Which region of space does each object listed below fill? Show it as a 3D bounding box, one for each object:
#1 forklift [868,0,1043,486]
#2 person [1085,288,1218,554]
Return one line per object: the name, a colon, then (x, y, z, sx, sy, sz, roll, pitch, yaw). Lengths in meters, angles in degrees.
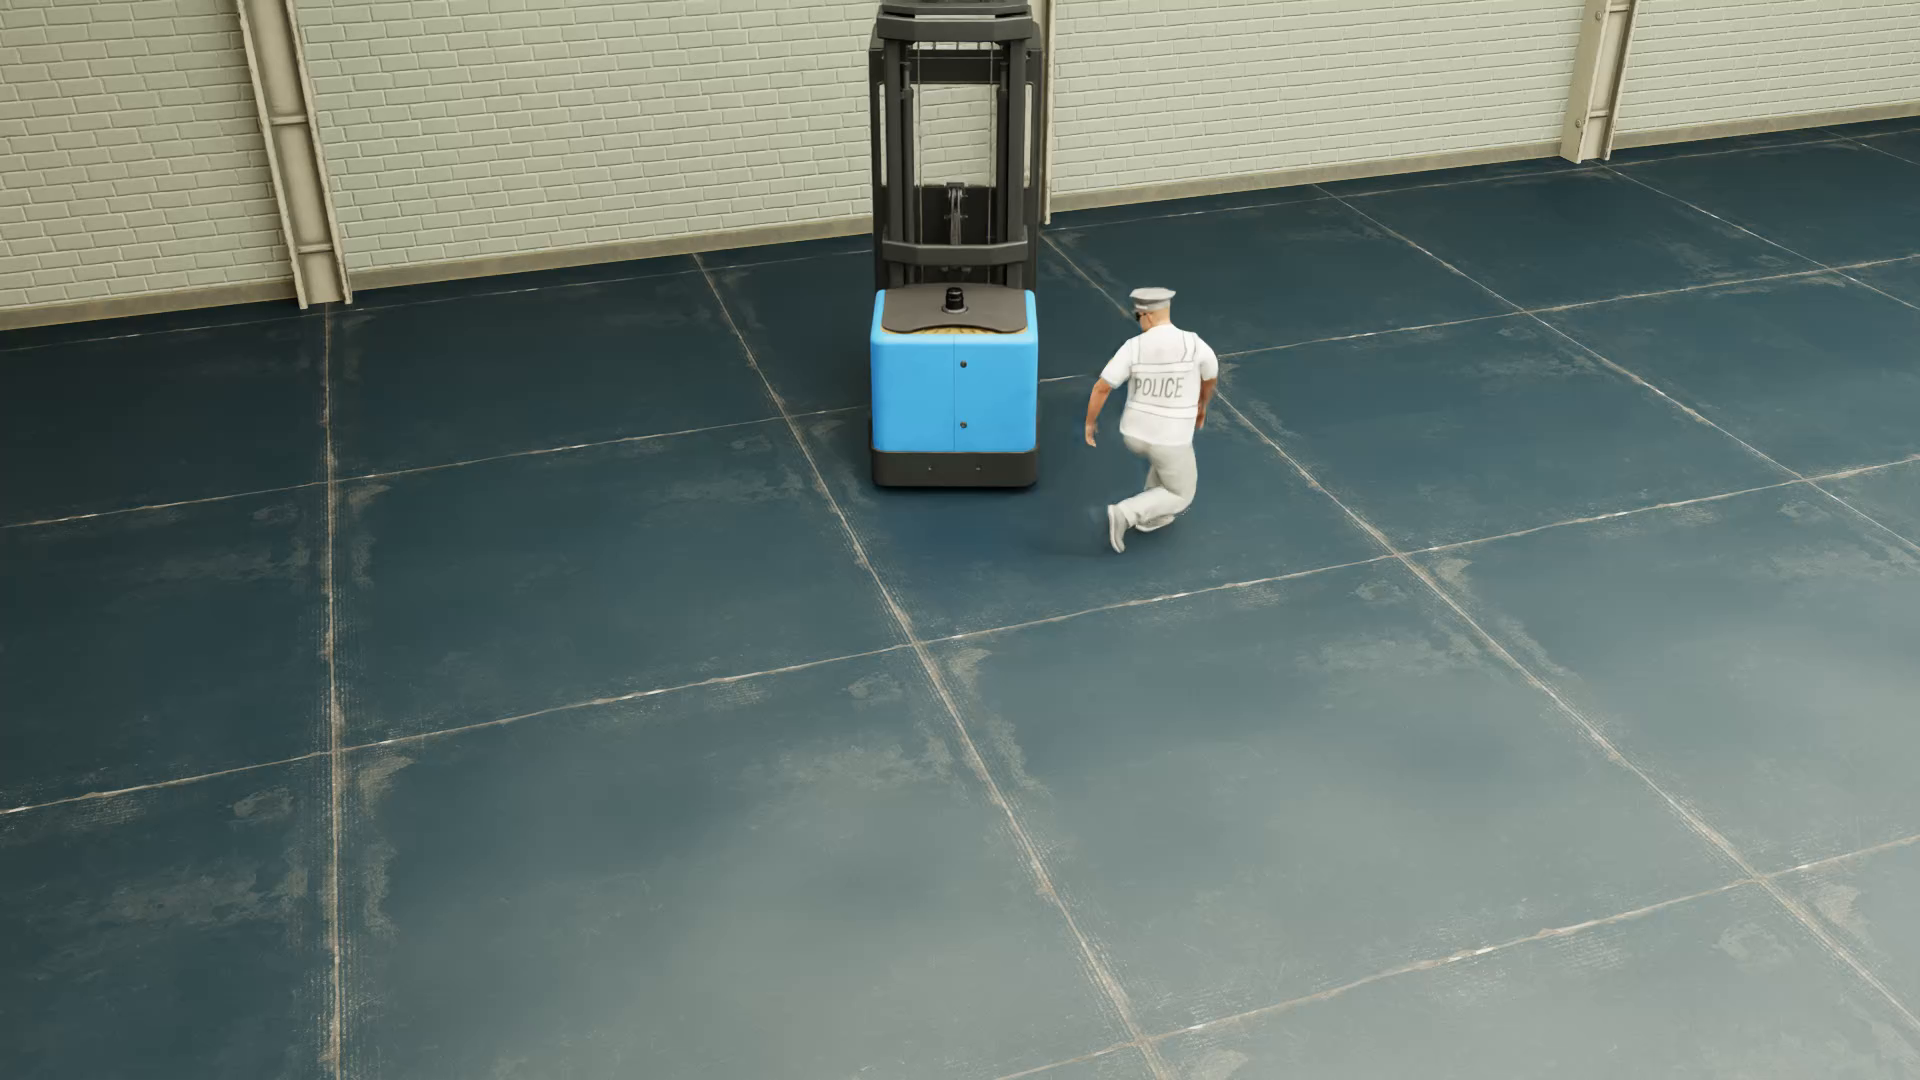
forklift: (-0.026, -2.301, 11.086, 1.130, 2.935, 3.031, 0, 30, 0)
person: (1.092, -0.701, 9.765, 0.654, 1.531, 0.830, 20, 36, 31)
